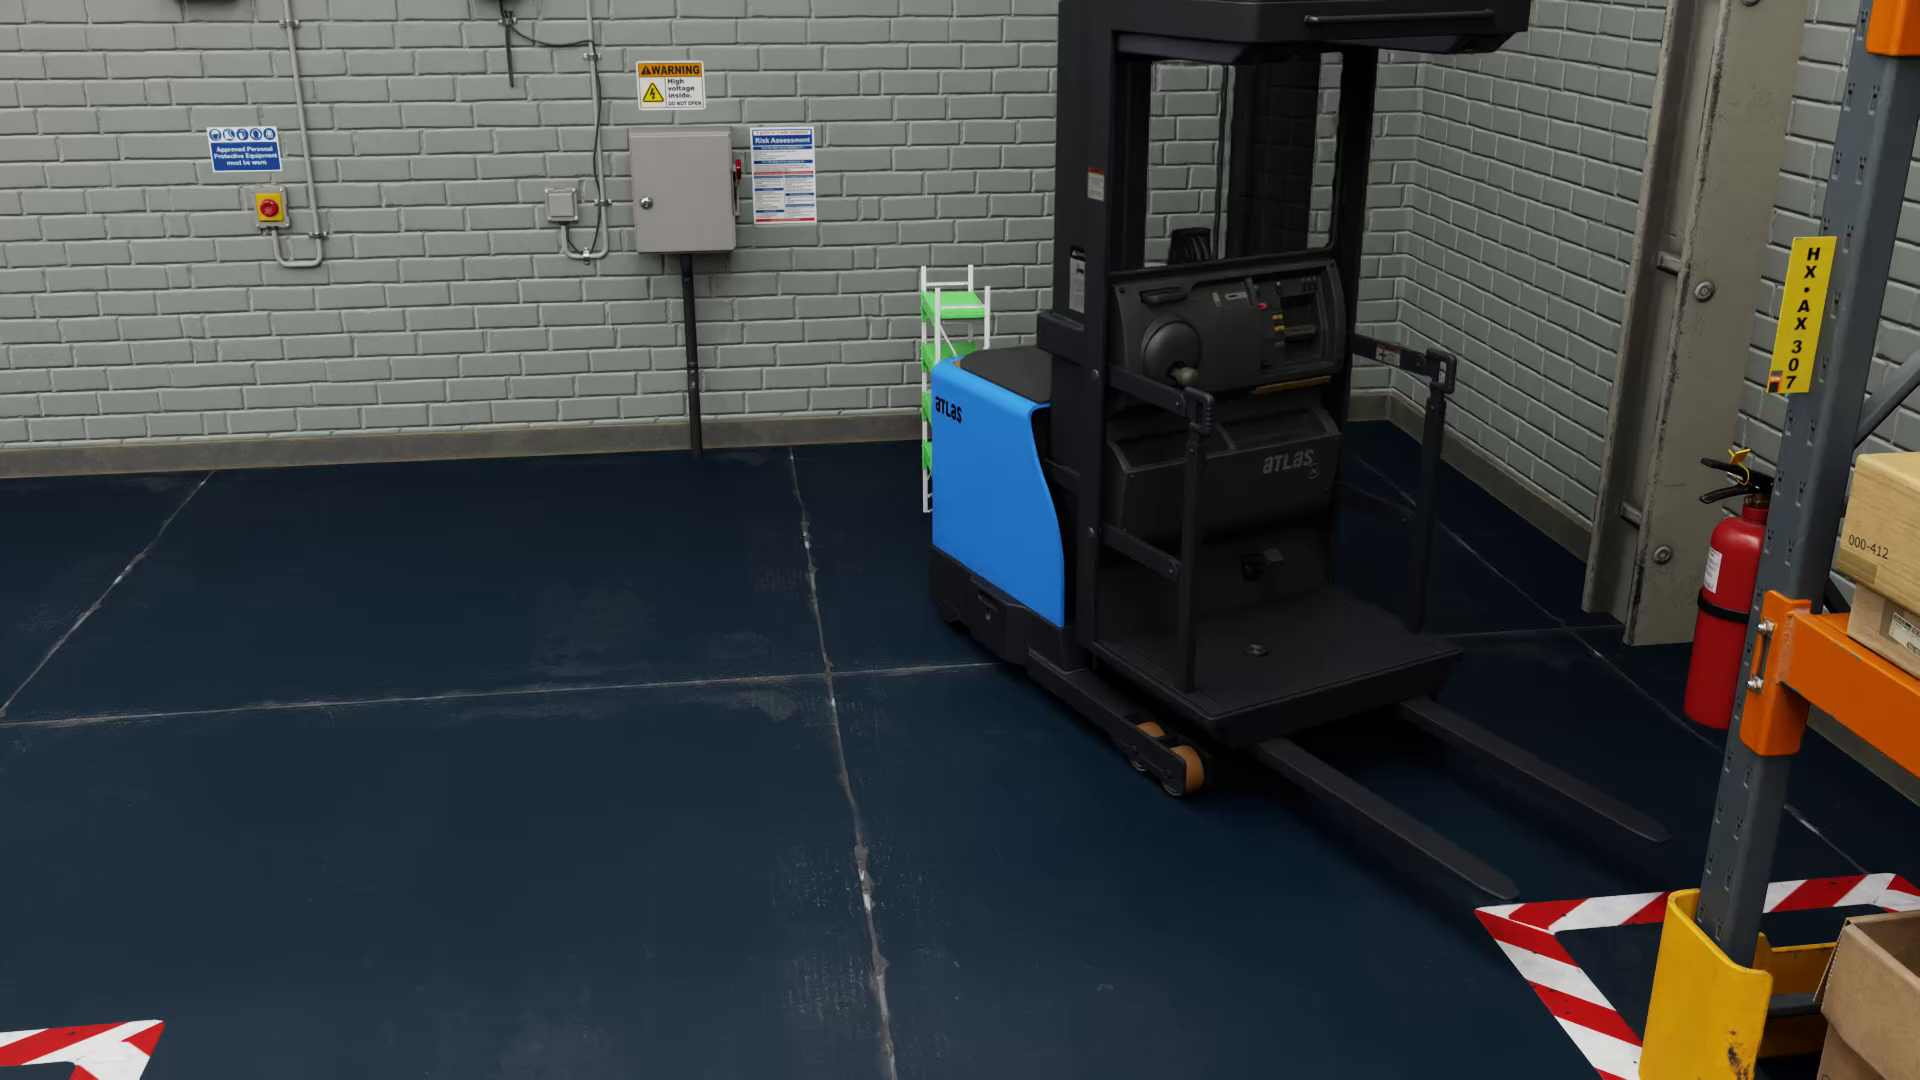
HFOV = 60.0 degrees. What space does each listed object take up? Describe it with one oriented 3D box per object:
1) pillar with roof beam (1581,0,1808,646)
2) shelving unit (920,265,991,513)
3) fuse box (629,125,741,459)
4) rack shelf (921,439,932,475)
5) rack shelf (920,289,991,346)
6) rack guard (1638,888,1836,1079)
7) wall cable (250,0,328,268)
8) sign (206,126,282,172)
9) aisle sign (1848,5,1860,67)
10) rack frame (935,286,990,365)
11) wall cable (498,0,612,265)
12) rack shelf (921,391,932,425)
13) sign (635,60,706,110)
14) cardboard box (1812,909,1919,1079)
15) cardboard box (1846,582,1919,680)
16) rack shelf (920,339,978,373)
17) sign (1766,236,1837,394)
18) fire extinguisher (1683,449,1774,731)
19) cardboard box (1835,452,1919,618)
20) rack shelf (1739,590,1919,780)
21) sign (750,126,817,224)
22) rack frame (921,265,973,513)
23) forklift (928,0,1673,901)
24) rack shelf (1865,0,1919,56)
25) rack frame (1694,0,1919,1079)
[{"bbox_3d":[-1.483,-3.656,4.642,9.100,9.000,0.400,-3,21,-8],"label":"pillar with roof beam"},{"bbox_3d":[-0.024,-0.619,7.660,0.258,1.200,0.503,-3,21,-8],"label":"shelving unit"},{"bbox_3d":[-1.374,-1.235,8.576,0.539,1.711,0.414,-3,21,-8],"label":"fuse box"},{"bbox_3d":[-0.024,-0.335,7.766,0.258,0.148,0.480,-3,21,-8],"label":"rack shelf"},{"bbox_3d":[-0.024,-1.009,7.514,0.258,0.148,0.480,-3,21,-8],"label":"rack shelf"},{"bbox_3d":[2.285,1.114,4.019,1.175,0.500,0.348,-3,21,-8],"label":"rack guard"},{"bbox_3d":[-3.474,-2.273,8.019,0.585,1.953,0.123,-3,21,-8],"label":"wall cable"},{"bbox_3d":[-3.530,-1.928,8.205,0.327,0.218,0.001,-3,21,-8],"label":"sign"},{"bbox_3d":[1.973,-1.310,3.221,0.394,0.787,0.004,-3,21,-8],"label":"aisle sign"},{"bbox_3d":[0.011,-0.535,7.433,0.240,1.200,0.015,-3,21,-8],"label":"rack frame"},{"bbox_3d":[-2.072,-2.334,8.227,0.588,1.984,0.122,-3,21,-8],"label":"wall cable"},{"bbox_3d":[-0.024,-0.560,7.682,0.258,0.148,0.480,-3,21,-8],"label":"rack shelf"},{"bbox_3d":[-1.458,-2.294,8.391,0.339,0.242,0.001,-3,21,-8],"label":"sign"},{"bbox_3d":[2.268,1.106,3.436,0.797,0.503,0.637,-4,21,-10],"label":"cardboard box"},{"bbox_3d":[2.050,0.162,3.354,0.380,0.149,0.250,-3,21,-8],"label":"cardboard box"},{"bbox_3d":[-0.024,-0.784,7.598,0.258,0.148,0.480,-3,21,-8],"label":"rack shelf"},{"bbox_3d":[1.737,-0.461,3.427,0.100,0.325,0.005,-3,21,-8],"label":"sign"},{"bbox_3d":[1.795,0.100,3.805,0.296,0.674,0.183,-3,21,-8],"label":"fire extinguisher"},{"bbox_3d":[2.072,0.018,3.169,0.500,0.250,0.500,-3,21,-7],"label":"cardboard box"},{"bbox_3d":[2.562,0.946,1.924,1.077,0.370,4.000,-3,21,-8],"label":"rack shelf"},{"bbox_3d":[-0.915,-1.890,8.626,0.329,0.494,0.001,-3,21,-8],"label":"sign"},{"bbox_3d":[-0.059,-0.704,7.886,0.240,1.200,0.015,-3,21,-8],"label":"rack frame"},{"bbox_3d":[1.027,-0.713,5.437,1.130,2.935,3.031,-11,23,-27],"label":"forklift"},{"bbox_3d":[2.562,-0.459,1.399,1.077,0.370,4.000,-3,21,-8],"label":"rack shelf"},{"bbox_3d":[2.274,-0.083,3.652,1.000,3.000,0.127,-3,21,-8],"label":"rack frame"}]
